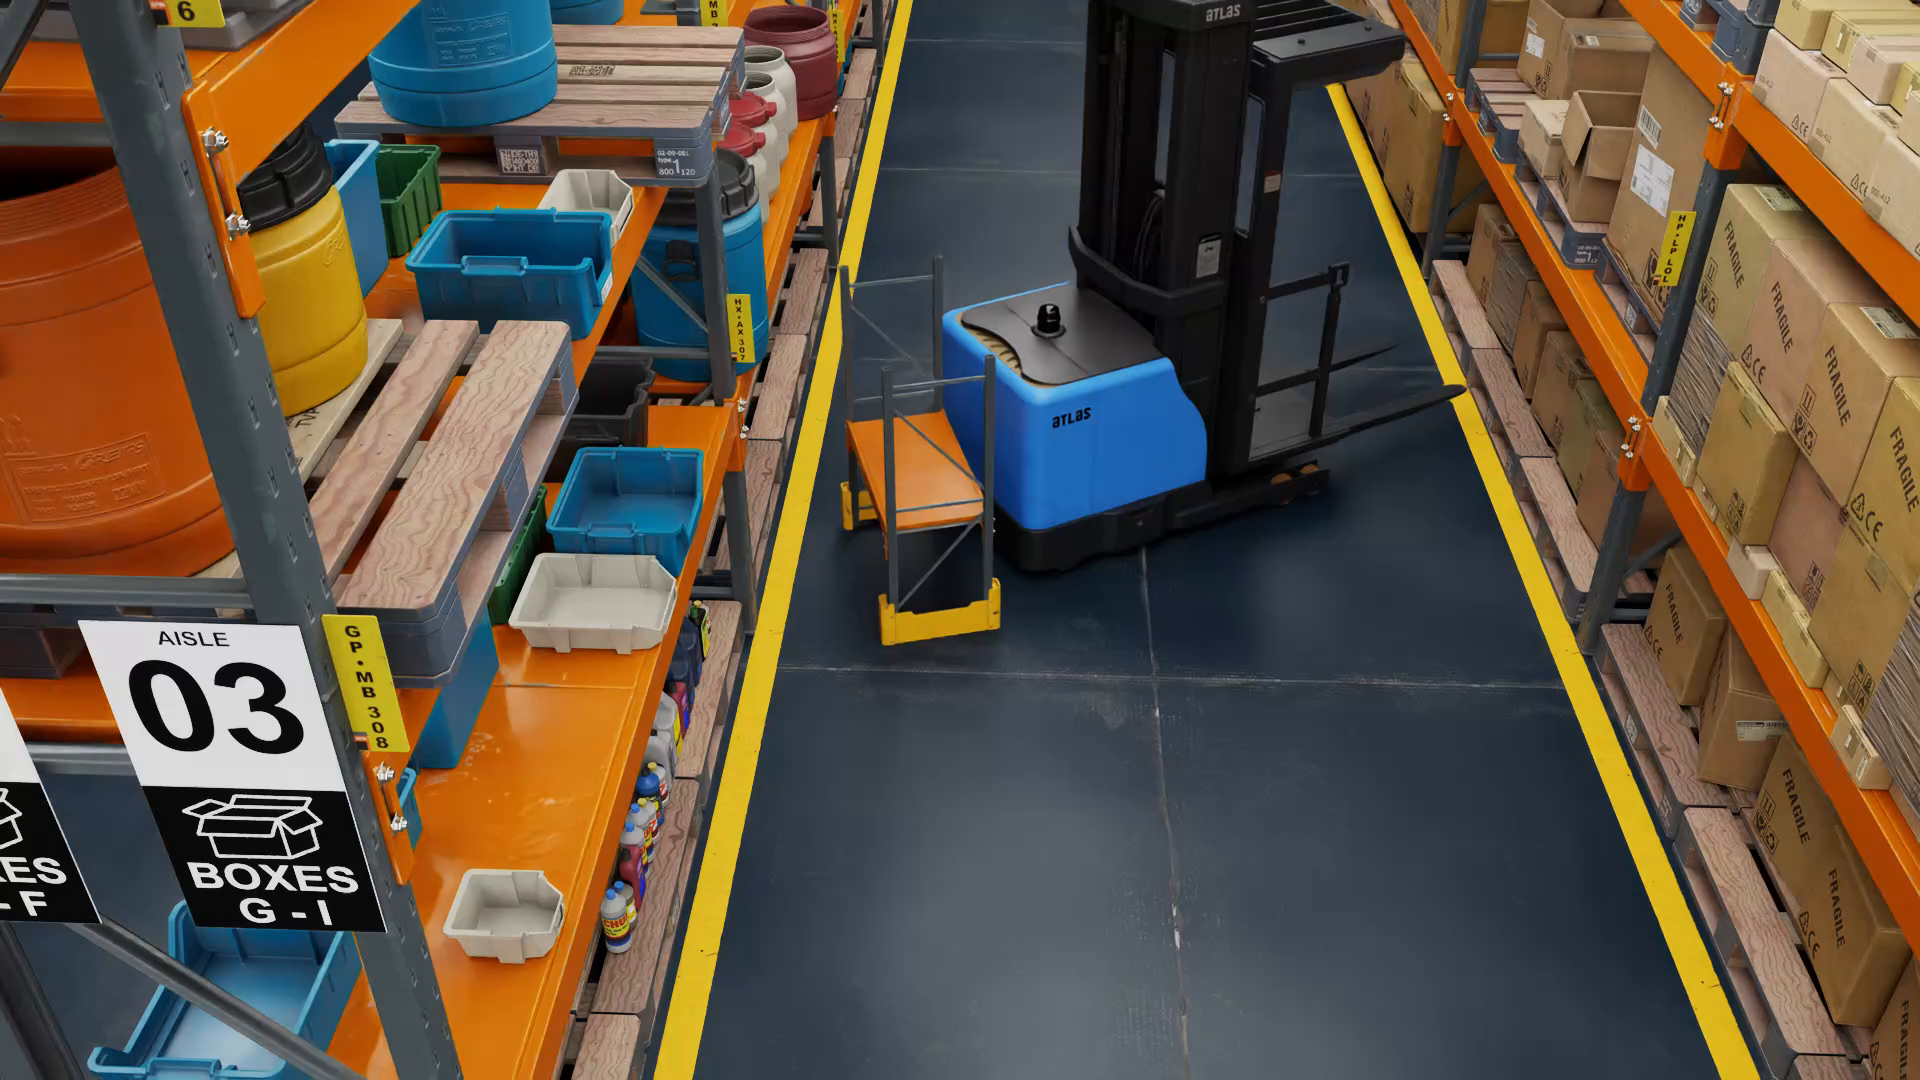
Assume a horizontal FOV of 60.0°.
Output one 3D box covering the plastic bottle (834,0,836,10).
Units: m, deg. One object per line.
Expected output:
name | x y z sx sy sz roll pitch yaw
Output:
plastic bottle | -0.924 -3.840 11.663 0.097 0.271 0.097 0 35 0

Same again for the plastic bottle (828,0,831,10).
plastic bottle | -0.919 -3.646 11.376 0.061 0.283 0.133 1 35 2

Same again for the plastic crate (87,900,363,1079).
plastic crate | -1.929 1.252 4.435 0.499 0.251 0.616 1 35 2

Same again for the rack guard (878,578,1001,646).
rack guard | -0.097 0.345 7.987 0.587 0.250 0.087 -8 36 -11

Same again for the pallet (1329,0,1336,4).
pallet | 3.889 -4.589 15.041 1.003 0.211 1.213 1 35 2

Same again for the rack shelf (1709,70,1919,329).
rack shelf | 3.379 -0.482 4.790 1.077 0.370 4.000 1 35 2

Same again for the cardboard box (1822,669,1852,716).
cardboard box | 3.138 0.528 5.554 0.380 0.149 0.250 1 35 2

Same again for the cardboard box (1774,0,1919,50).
cardboard box | 3.138 -1.848 5.891 0.380 0.149 0.250 0 35 1

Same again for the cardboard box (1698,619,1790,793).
cardboard box | 3.388 0.711 6.884 0.500 0.500 0.500 12 37 17

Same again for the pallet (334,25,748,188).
pallet | -1.421 -1.546 5.842 1.213 0.211 1.003 1 35 2

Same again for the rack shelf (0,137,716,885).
rack shelf | -1.570 -0.597 4.953 1.077 0.370 4.000 1 35 2

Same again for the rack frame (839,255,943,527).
rack frame | -0.332 -0.723 8.421 0.500 1.500 0.032 -8 36 -11

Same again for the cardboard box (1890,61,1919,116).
cardboard box | 3.197 -1.396 5.248 0.380 0.149 0.250 2 35 3

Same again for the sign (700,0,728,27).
sign | -0.941 -2.025 6.351 0.100 0.325 0.005 1 35 2

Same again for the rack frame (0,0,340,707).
rack frame | -1.651 -0.969 2.248 1.000 3.000 0.127 1 35 2

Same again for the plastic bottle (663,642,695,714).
plastic bottle | -1.235 0.578 7.186 0.144 0.351 0.185 0 35 0

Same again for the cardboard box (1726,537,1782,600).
cardboard box | 3.093 0.095 6.170 0.380 0.149 0.250 1 35 2

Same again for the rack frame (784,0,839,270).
rack frame | -1.329 -3.111 10.513 1.000 3.000 0.127 1 35 2

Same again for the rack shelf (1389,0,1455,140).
rack shelf | 3.700 -3.851 12.192 1.077 0.370 4.000 1 35 2

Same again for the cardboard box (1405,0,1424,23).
cardboard box | 3.435 -3.911 11.565 0.500 0.500 0.500 0 35 0

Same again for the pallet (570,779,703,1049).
pallet | -1.605 1.416 6.498 1.003 0.211 1.213 1 35 2

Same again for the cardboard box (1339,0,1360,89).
cardboard box | 3.775 -4.229 13.587 1.225 0.875 0.875 1 35 2

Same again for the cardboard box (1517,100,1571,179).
cardboard box | 3.323 -2.149 8.910 0.500 0.250 0.500 0 35 1

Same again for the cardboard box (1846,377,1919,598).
cardboard box | 3.139 -0.155 5.093 0.500 0.500 0.500 1 35 2

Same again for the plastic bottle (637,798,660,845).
plastic bottle | -1.245 1.105 6.566 0.097 0.201 0.097 0 35 0

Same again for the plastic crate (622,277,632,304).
plastic crate | -1.756 -1.447 8.160 0.392 0.384 0.575 1 35 2

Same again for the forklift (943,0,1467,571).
forklift | 1.422 -1.639 8.479 3.031 2.935 1.130 -17 39 -23

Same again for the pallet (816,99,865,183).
pallet | -1.287 -3.123 12.956 1.003 0.211 1.213 1 35 2

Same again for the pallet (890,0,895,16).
pallet | -1.132 -5.394 16.187 1.003 0.211 1.213 1 35 2

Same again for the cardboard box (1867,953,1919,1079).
cardboard box | 3.330 1.748 5.408 0.500 0.500 0.500 10 36 14

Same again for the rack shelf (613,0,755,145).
rack shelf | -1.410 -2.895 8.223 1.077 0.370 4.000 1 35 2

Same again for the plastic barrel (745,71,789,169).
plastic barrel | -1.174 -2.319 9.289 0.421 0.512 0.421 0 35 0

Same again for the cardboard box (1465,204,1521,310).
cardboard box | 3.613 -1.768 10.394 0.700 0.500 0.500 0 35 -1

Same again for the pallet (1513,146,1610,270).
pallet | 3.581 -1.780 8.786 1.003 0.211 1.213 1 35 2

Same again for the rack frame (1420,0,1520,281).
rack frame | 3.620 -2.996 10.351 1.000 3.000 0.127 1 35 2

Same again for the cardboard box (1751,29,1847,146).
cardboard box | 3.185 -1.612 5.902 0.500 0.250 0.500 0 35 0

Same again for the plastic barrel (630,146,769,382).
plastic barrel | -1.172 -1.233 7.405 0.600 0.901 0.708 1 35 2

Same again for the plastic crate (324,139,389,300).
plastic crate | -1.875 -0.838 4.684 0.392 0.384 0.575 1 35 2

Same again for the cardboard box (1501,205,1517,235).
cardboard box | 3.623 -2.075 10.178 0.500 0.250 0.500 3 35 4

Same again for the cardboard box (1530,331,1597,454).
cardboard box | 3.565 -0.803 9.021 0.700 0.500 0.500 -2 35 -2

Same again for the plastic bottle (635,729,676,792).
plastic bottle | -1.259 0.887 6.810 0.152 0.276 0.135 2 35 3

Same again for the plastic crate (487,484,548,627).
plastic crate | -1.826 0.047 6.204 0.450 0.188 0.662 1 35 2

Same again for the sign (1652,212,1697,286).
sign | 2.904 -1.183 6.763 0.100 0.325 0.005 1 35 2

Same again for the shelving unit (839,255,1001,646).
shelving unit | -0.214 -0.444 8.024 0.587 1.500 1.083 -8 36 -11

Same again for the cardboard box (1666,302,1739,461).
cardboard box | 3.379 -0.604 6.600 0.875 0.500 0.500 1 35 2

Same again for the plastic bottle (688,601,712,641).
plastic bottle | -1.193 0.368 7.615 0.097 0.201 0.097 0 35 0

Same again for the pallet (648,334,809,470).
pallet | -1.451 -0.827 9.688 1.003 0.211 1.213 1 35 2

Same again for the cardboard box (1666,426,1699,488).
cardboard box | 3.127 -0.336 6.783 0.380 0.149 0.250 1 35 2

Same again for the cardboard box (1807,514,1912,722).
cardboard box | 3.343 0.259 5.373 0.875 0.500 0.500 1 35 2

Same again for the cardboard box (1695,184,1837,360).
cardboard box | 3.187 -1.017 6.319 0.500 0.500 0.500 1 35 2

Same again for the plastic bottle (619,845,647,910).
plastic bottle | -1.239 1.253 6.284 0.061 0.283 0.133 2 35 3

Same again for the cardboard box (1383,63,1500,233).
cardboard box | 3.668 -2.695 11.404 1.225 0.875 0.875 0 35 0

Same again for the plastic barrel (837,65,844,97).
plastic barrel | -1.236 -4.003 13.243 0.600 0.901 0.708 1 35 2

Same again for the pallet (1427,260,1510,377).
pallet | 3.587 -1.407 10.514 1.003 0.211 1.213 1 35 2

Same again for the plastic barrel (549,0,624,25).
plastic barrel | -1.686 -2.542 6.660 0.600 0.901 0.708 1 35 2

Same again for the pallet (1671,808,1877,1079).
pallet | 3.421 1.532 6.332 1.003 0.211 1.213 1 35 2

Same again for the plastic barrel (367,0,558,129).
plastic barrel | -1.637 -1.847 5.306 0.600 0.901 0.708 1 35 2
